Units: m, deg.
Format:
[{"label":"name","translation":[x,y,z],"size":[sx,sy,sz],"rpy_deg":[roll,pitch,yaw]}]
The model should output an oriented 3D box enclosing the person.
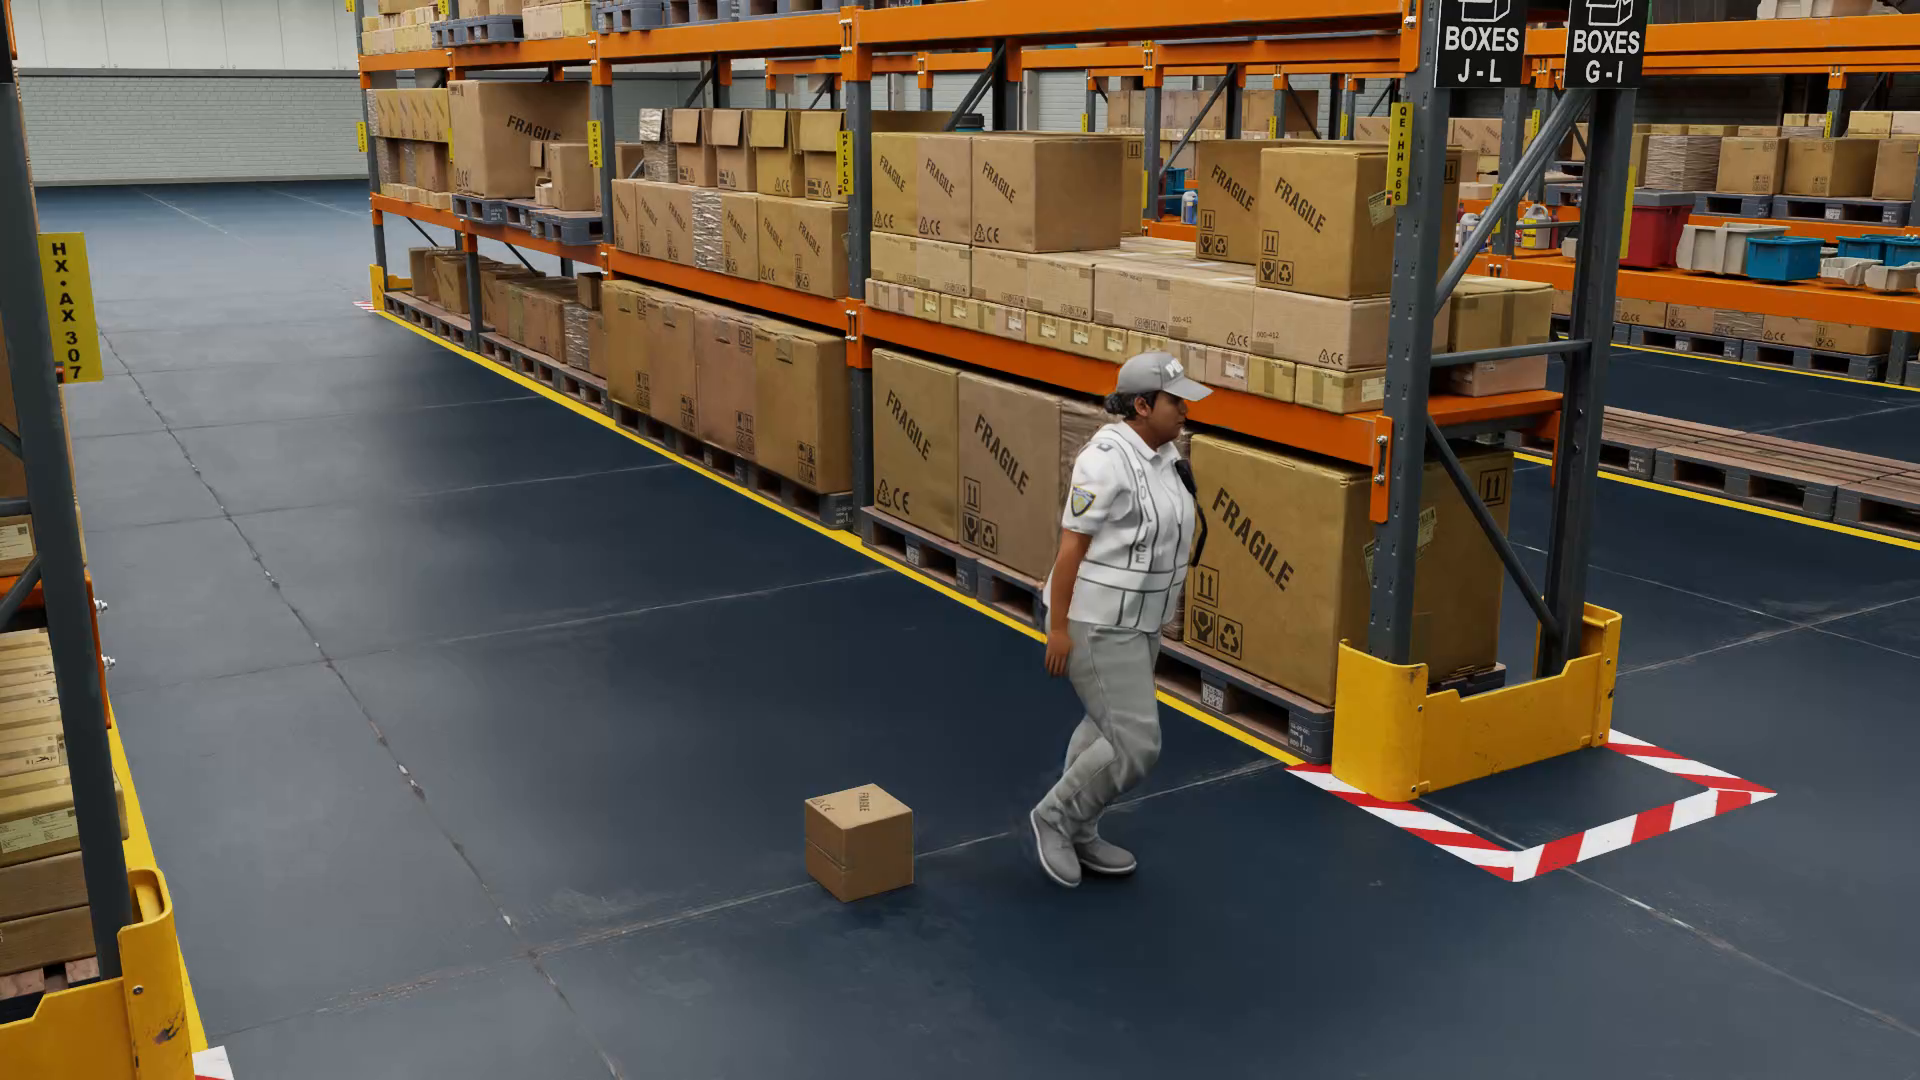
[{"label":"person","translation":[0.484,0.252,5.027],"size":[0.481,1.651,0.537],"rpy_deg":[9,17,29]}]
